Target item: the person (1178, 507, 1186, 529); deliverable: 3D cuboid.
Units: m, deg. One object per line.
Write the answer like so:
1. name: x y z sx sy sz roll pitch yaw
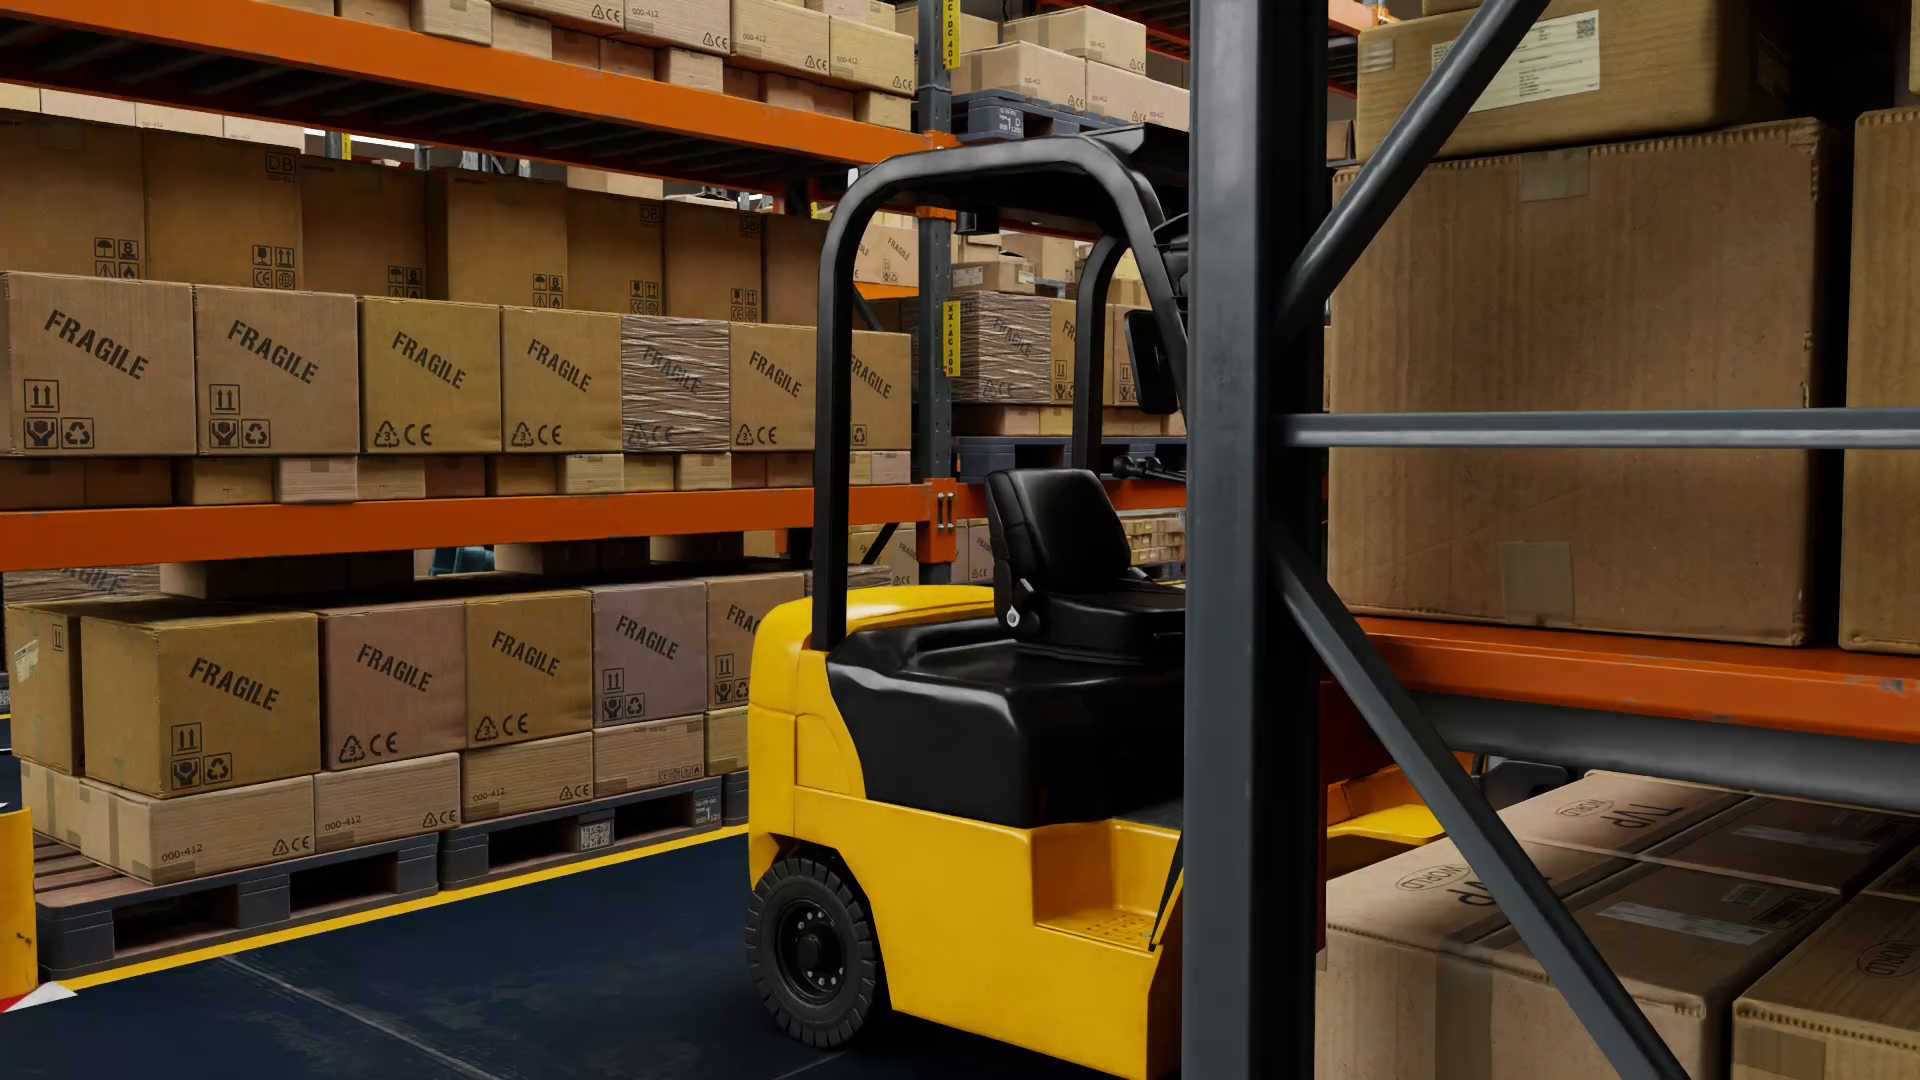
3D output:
1. person: 2.128 -0.105 13.886 0.636 1.600 0.554 -2 4 -30
